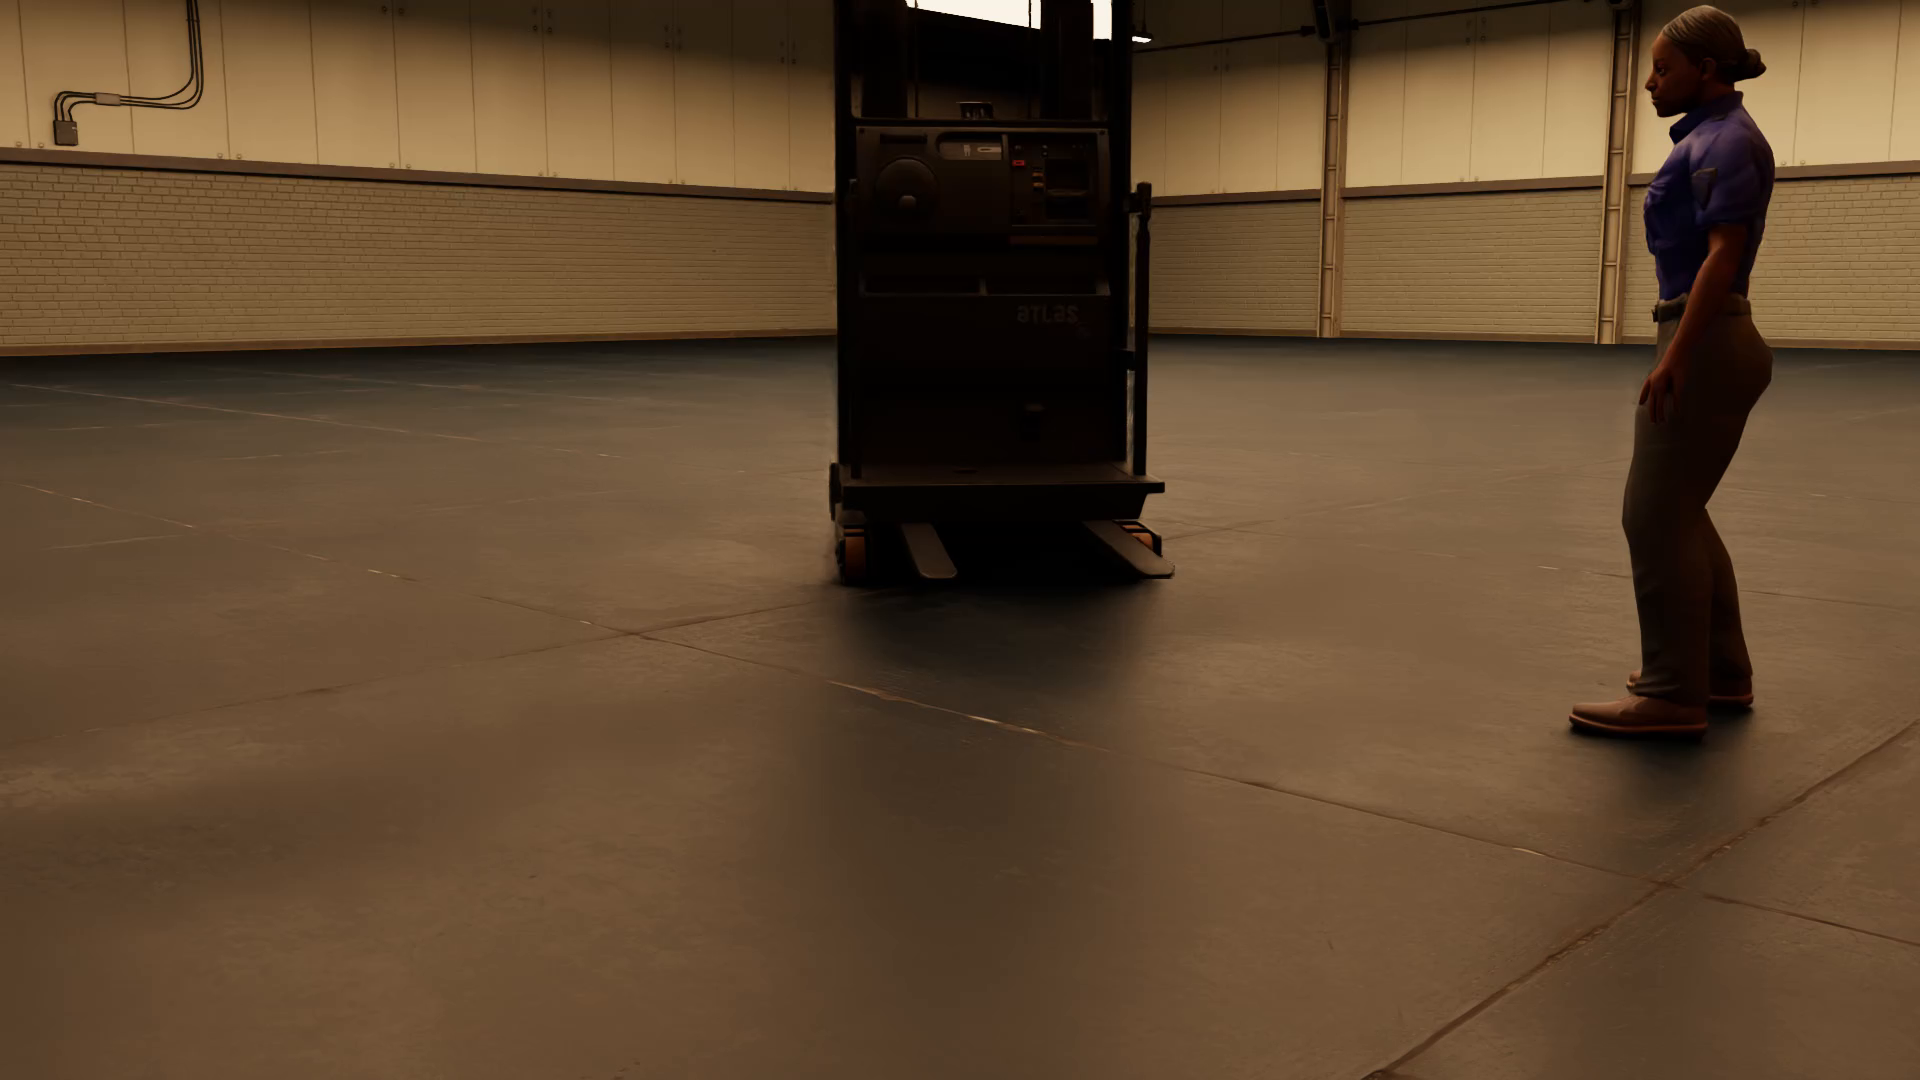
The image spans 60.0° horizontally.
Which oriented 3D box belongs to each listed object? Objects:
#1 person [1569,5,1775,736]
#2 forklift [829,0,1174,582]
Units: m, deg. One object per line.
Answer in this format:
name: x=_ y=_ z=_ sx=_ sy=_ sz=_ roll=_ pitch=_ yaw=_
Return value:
person: x=1.703 y=-0.403 z=3.893 sx=0.381 sy=1.642 sz=0.659 roll=4 pitch=10 yaw=26
forklift: x=0.108 y=-1.353 z=5.859 sx=1.130 sy=2.935 sz=3.031 roll=-1 pitch=9 yaw=-5
